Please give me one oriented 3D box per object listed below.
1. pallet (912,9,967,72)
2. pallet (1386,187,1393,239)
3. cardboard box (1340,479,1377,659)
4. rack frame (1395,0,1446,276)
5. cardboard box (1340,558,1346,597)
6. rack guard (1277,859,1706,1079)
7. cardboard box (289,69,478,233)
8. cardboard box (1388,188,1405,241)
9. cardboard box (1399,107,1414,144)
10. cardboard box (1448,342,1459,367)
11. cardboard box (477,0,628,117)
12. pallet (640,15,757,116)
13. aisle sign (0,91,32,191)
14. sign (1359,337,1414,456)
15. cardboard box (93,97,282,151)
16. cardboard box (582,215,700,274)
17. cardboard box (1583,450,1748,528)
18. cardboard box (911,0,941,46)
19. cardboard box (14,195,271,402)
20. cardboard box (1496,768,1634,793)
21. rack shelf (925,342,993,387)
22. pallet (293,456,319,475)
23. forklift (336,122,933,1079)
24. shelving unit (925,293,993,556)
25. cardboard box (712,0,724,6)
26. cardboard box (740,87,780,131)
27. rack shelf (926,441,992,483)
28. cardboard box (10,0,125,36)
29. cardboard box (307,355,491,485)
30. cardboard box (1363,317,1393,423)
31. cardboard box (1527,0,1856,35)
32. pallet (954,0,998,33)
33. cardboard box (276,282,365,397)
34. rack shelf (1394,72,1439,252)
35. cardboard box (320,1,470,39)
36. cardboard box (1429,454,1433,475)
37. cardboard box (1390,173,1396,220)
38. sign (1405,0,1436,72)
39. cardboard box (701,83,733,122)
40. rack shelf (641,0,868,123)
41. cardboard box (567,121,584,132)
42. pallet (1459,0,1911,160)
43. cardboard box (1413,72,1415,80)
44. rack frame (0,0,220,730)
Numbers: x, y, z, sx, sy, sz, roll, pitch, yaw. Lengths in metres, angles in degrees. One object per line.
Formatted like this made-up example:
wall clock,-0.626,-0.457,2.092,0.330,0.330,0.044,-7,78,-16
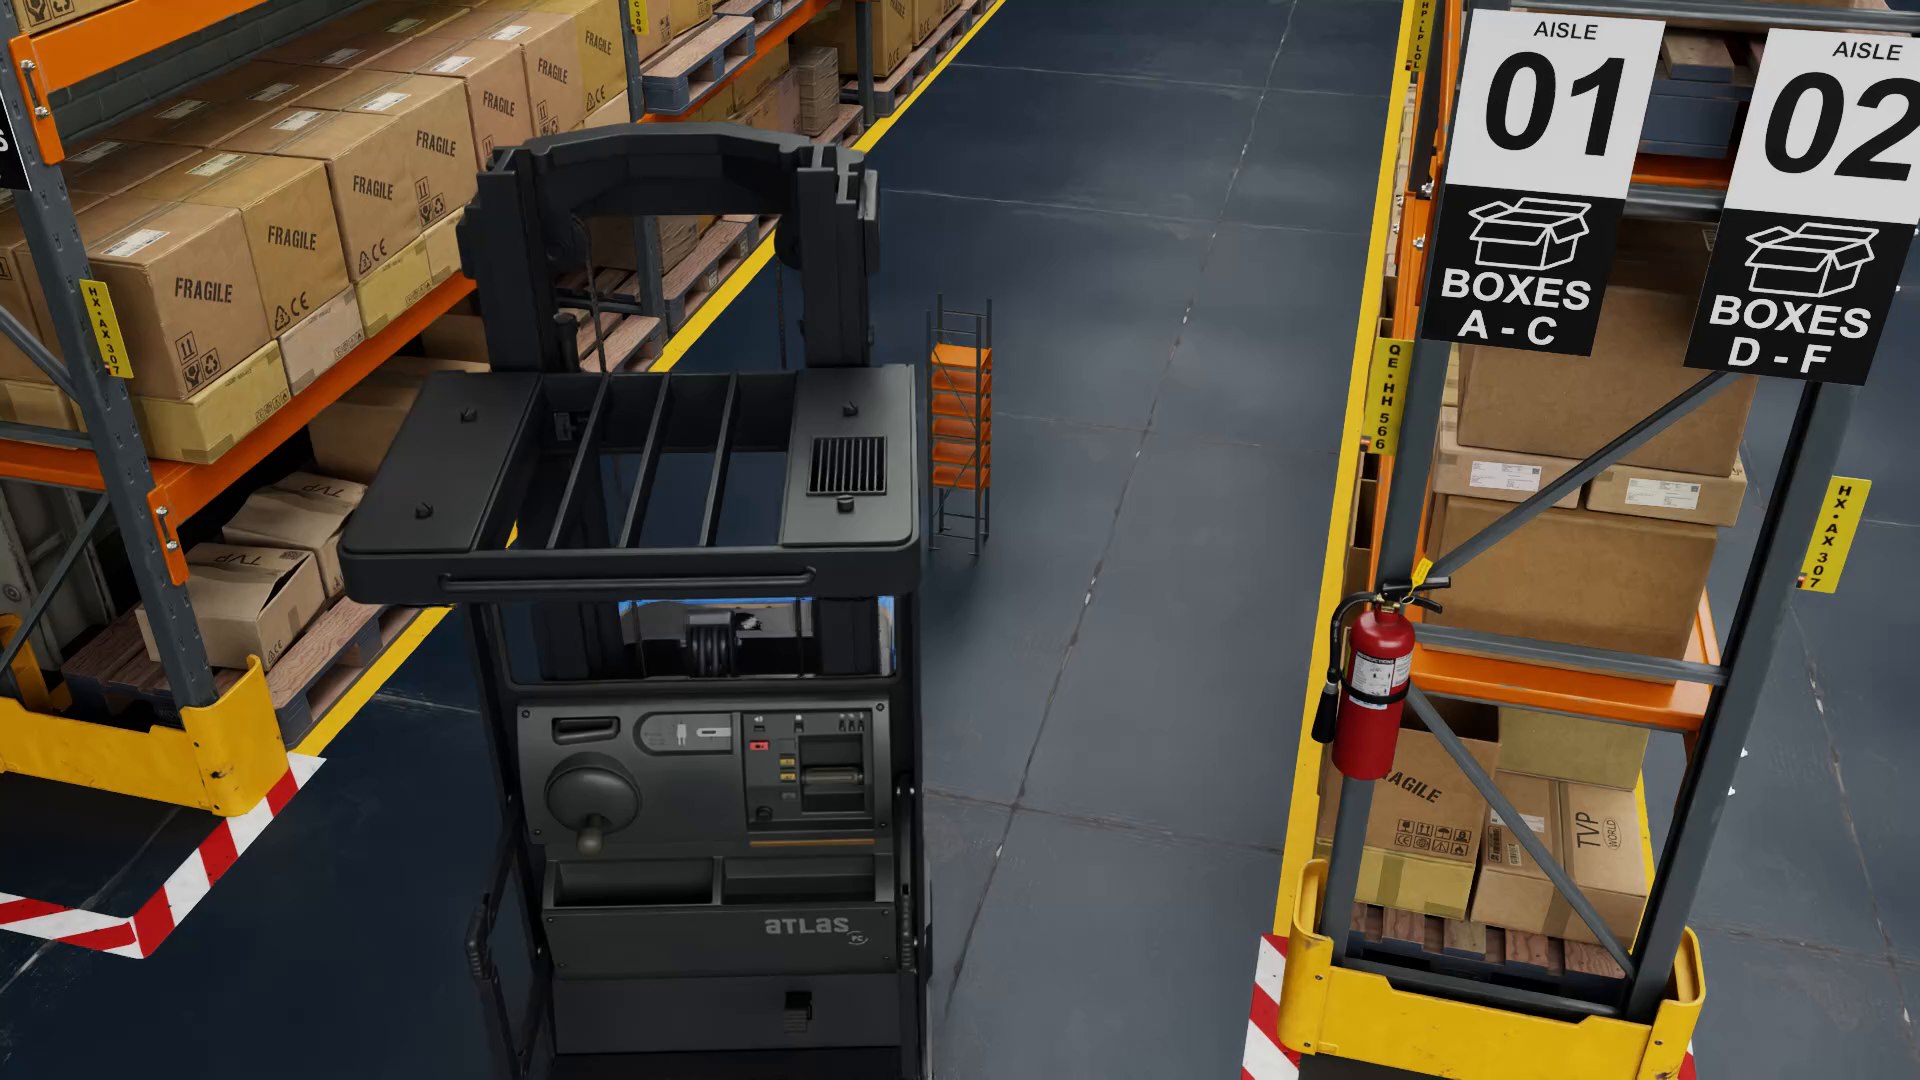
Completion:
pallet,-0.571,-4.368,14.425,1.003,0.211,1.213,8,33,12
pallet,3.391,-2.244,11.083,1.003,0.211,1.213,8,33,12
cardboard box,1.695,0.136,6.213,0.500,0.500,0.500,8,33,12
rack frame,2.622,-1.767,7.734,1.000,3.000,0.127,8,33,12
cardboard box,1.826,0.193,6.821,0.500,0.250,0.500,8,33,12
rack guard,1.601,1.376,5.119,1.175,0.500,0.348,8,33,12
cardboard box,-2.382,-1.624,6.931,0.500,0.500,0.500,9,34,14
cardboard box,2.703,-1.799,9.433,0.500,0.311,0.500,8,33,12
cardboard box,3.095,-2.591,10.678,0.500,0.311,0.500,7,33,11
cardboard box,1.650,-0.500,5.043,0.380,0.149,0.250,8,33,12
cardboard box,-1.991,-2.414,8.173,0.500,0.500,0.500,8,33,12
pallet,-1.836,-2.735,9.436,1.003,0.211,1.213,8,33,12
aisle sign,-2.913,-1.383,4.706,0.394,0.787,0.004,8,33,12
sign,1.086,-0.361,4.222,0.100,0.325,0.005,8,33,12
cardboard box,-3.007,-1.428,6.622,0.500,0.500,0.500,7,33,11
cardboard box,-2.000,-1.955,9.948,0.700,0.500,0.500,9,34,14
cardboard box,1.915,-0.182,4.542,0.380,0.149,0.250,8,33,12
cardboard box,-0.613,-4.603,13.806,0.750,0.750,0.750,8,33,12
cardboard box,-2.773,-0.832,5.685,0.500,0.500,0.500,8,33,12
cardboard box,2.082,0.784,5.893,0.500,0.250,0.500,8,33,12
rack shelf,-0.004,-0.765,7.247,0.258,0.103,0.180,8,33,12
pallet,-2.614,-0.274,7.985,1.003,0.211,1.213,8,33,12
forklift,-0.631,0.642,4.008,1.130,2.935,3.031,-1,32,-1
shelving unit,-0.004,-0.499,7.416,0.258,1.200,0.189,8,33,12
cardboard box,-1.722,-3.562,10.054,0.700,0.500,0.500,13,35,19
cardboard box,-1.629,-2.752,11.203,0.700,0.500,0.500,8,33,12
rack shelf,-0.004,-0.360,7.505,0.258,0.103,0.180,8,33,12
cardboard box,-2.859,-1.820,4.909,0.500,0.500,0.500,9,34,14
cardboard box,-2.543,-0.511,7.678,0.700,0.500,0.500,6,33,9
cardboard box,2.082,-0.642,7.436,0.500,0.500,0.500,8,33,12
cardboard box,1.757,-1.535,3.954,0.797,0.503,0.637,10,34,16
pallet,-0.263,-5.003,15.424,1.003,0.211,1.213,8,33,12
cardboard box,-2.636,-0.790,6.318,0.500,0.250,0.500,7,33,11
rack shelf,3.130,-2.501,9.559,1.077,0.370,4.000,8,33,12
cardboard box,-2.626,-2.218,7.865,0.500,0.500,0.500,8,33,12
cardboard box,1.998,-0.504,5.654,0.700,0.500,0.500,8,33,13
cardboard box,2.968,-2.096,10.423,0.500,0.250,0.500,7,33,11
sign,2.095,-2.291,7.552,0.100,0.325,0.005,8,33,12
cardboard box,-1.763,-2.770,10.533,0.500,0.250,0.500,7,33,11
rack shelf,-1.663,-3.174,10.617,1.077,0.370,4.000,8,33,12
cardboard box,-2.132,-1.840,7.970,0.500,0.250,0.500,8,33,13
pallet,1.812,-1.283,4.259,1.003,0.211,1.213,8,33,12
cardboard box,3.648,-3.491,12.365,0.500,0.500,0.500,9,34,14
rack frame,-3.185,-0.364,5.526,1.000,3.000,0.127,8,33,12
